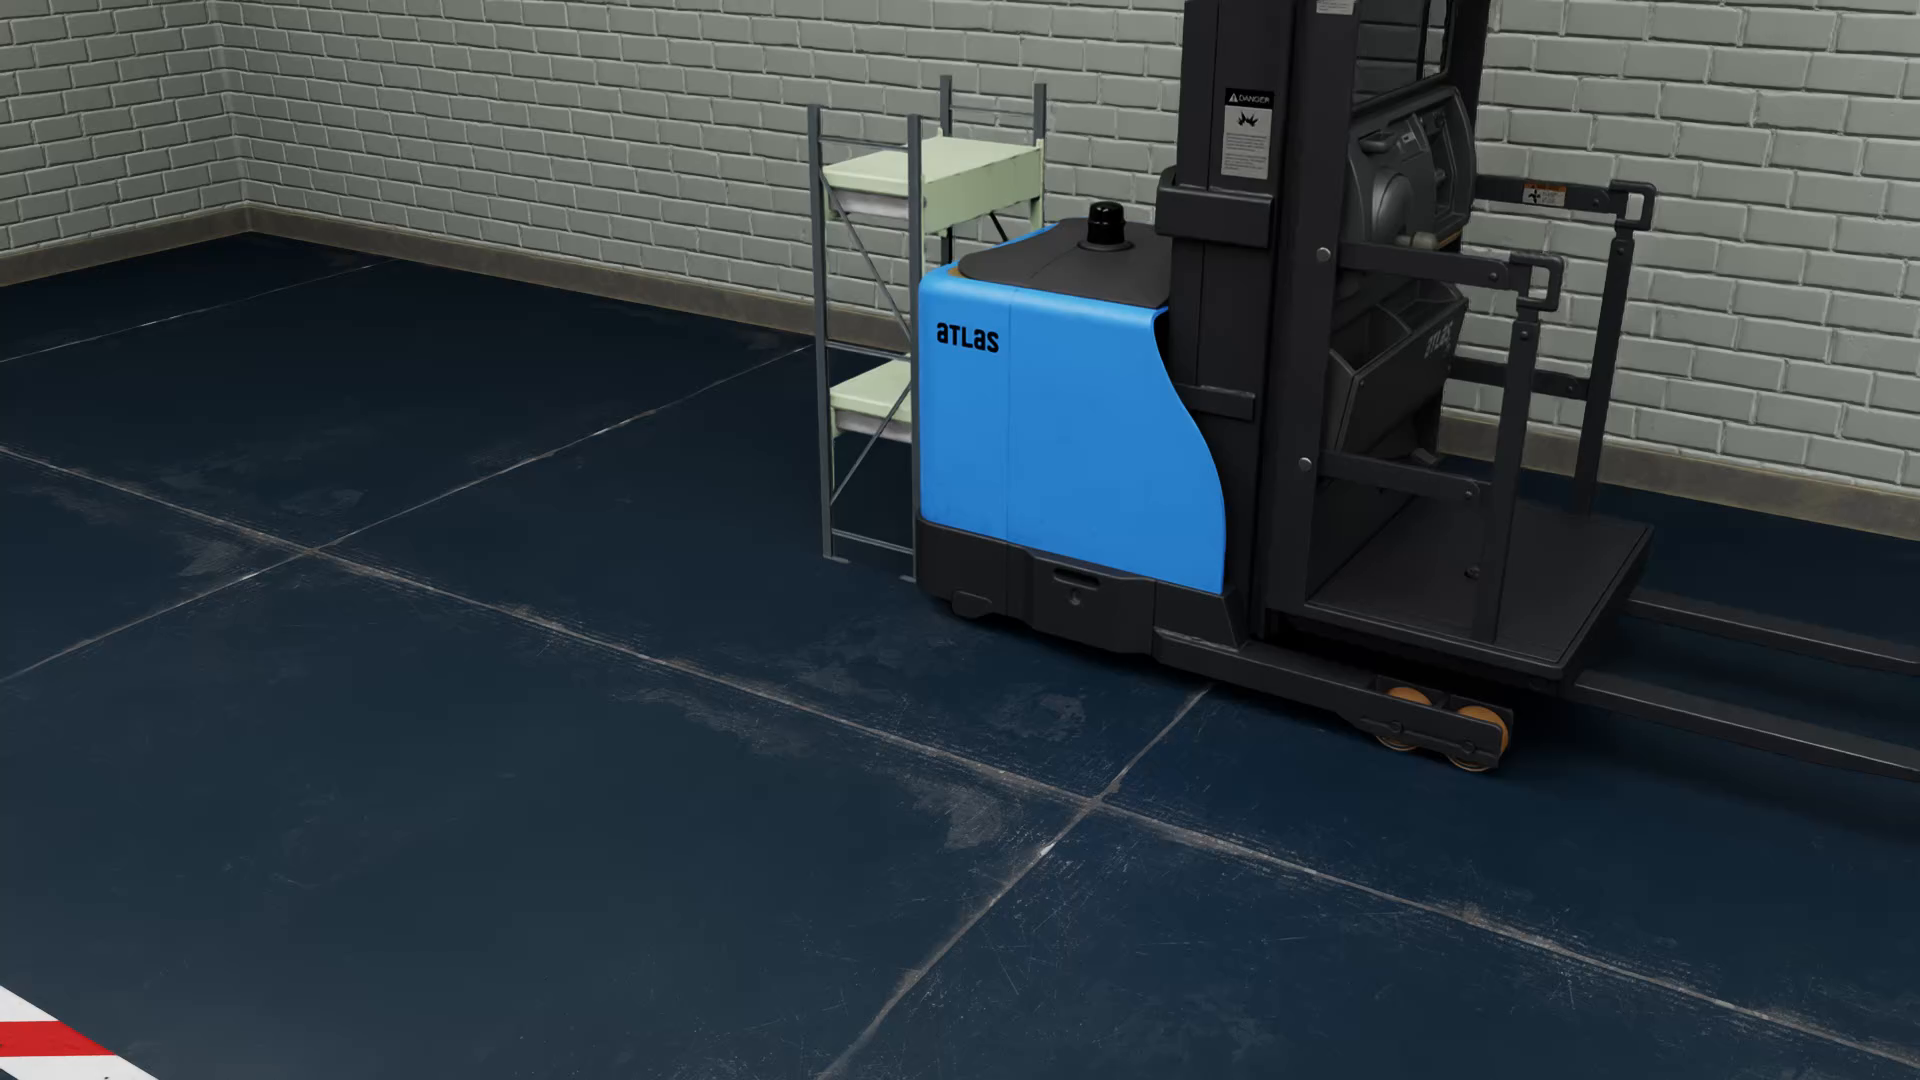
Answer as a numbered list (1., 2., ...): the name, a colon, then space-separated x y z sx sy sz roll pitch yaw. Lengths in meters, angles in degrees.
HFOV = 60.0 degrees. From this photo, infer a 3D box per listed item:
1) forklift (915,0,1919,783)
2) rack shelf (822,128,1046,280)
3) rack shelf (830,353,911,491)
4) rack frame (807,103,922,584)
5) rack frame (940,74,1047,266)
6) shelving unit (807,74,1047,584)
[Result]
1. forklift: 1.380 -0.981 4.326 3.031 2.935 1.130 14 27 30
2. rack shelf: -0.090 -1.068 5.346 0.431 0.370 0.720 14 27 30
3. rack shelf: -0.090 -0.411 5.631 0.431 0.370 0.720 14 27 30
4. rack frame: -0.287 -0.587 5.218 0.400 1.500 0.023 14 27 30
5. rack frame: 0.107 -0.832 5.784 0.400 1.500 0.023 14 27 30
6. shelving unit: -0.090 -0.710 5.501 0.431 1.500 0.755 14 27 30
